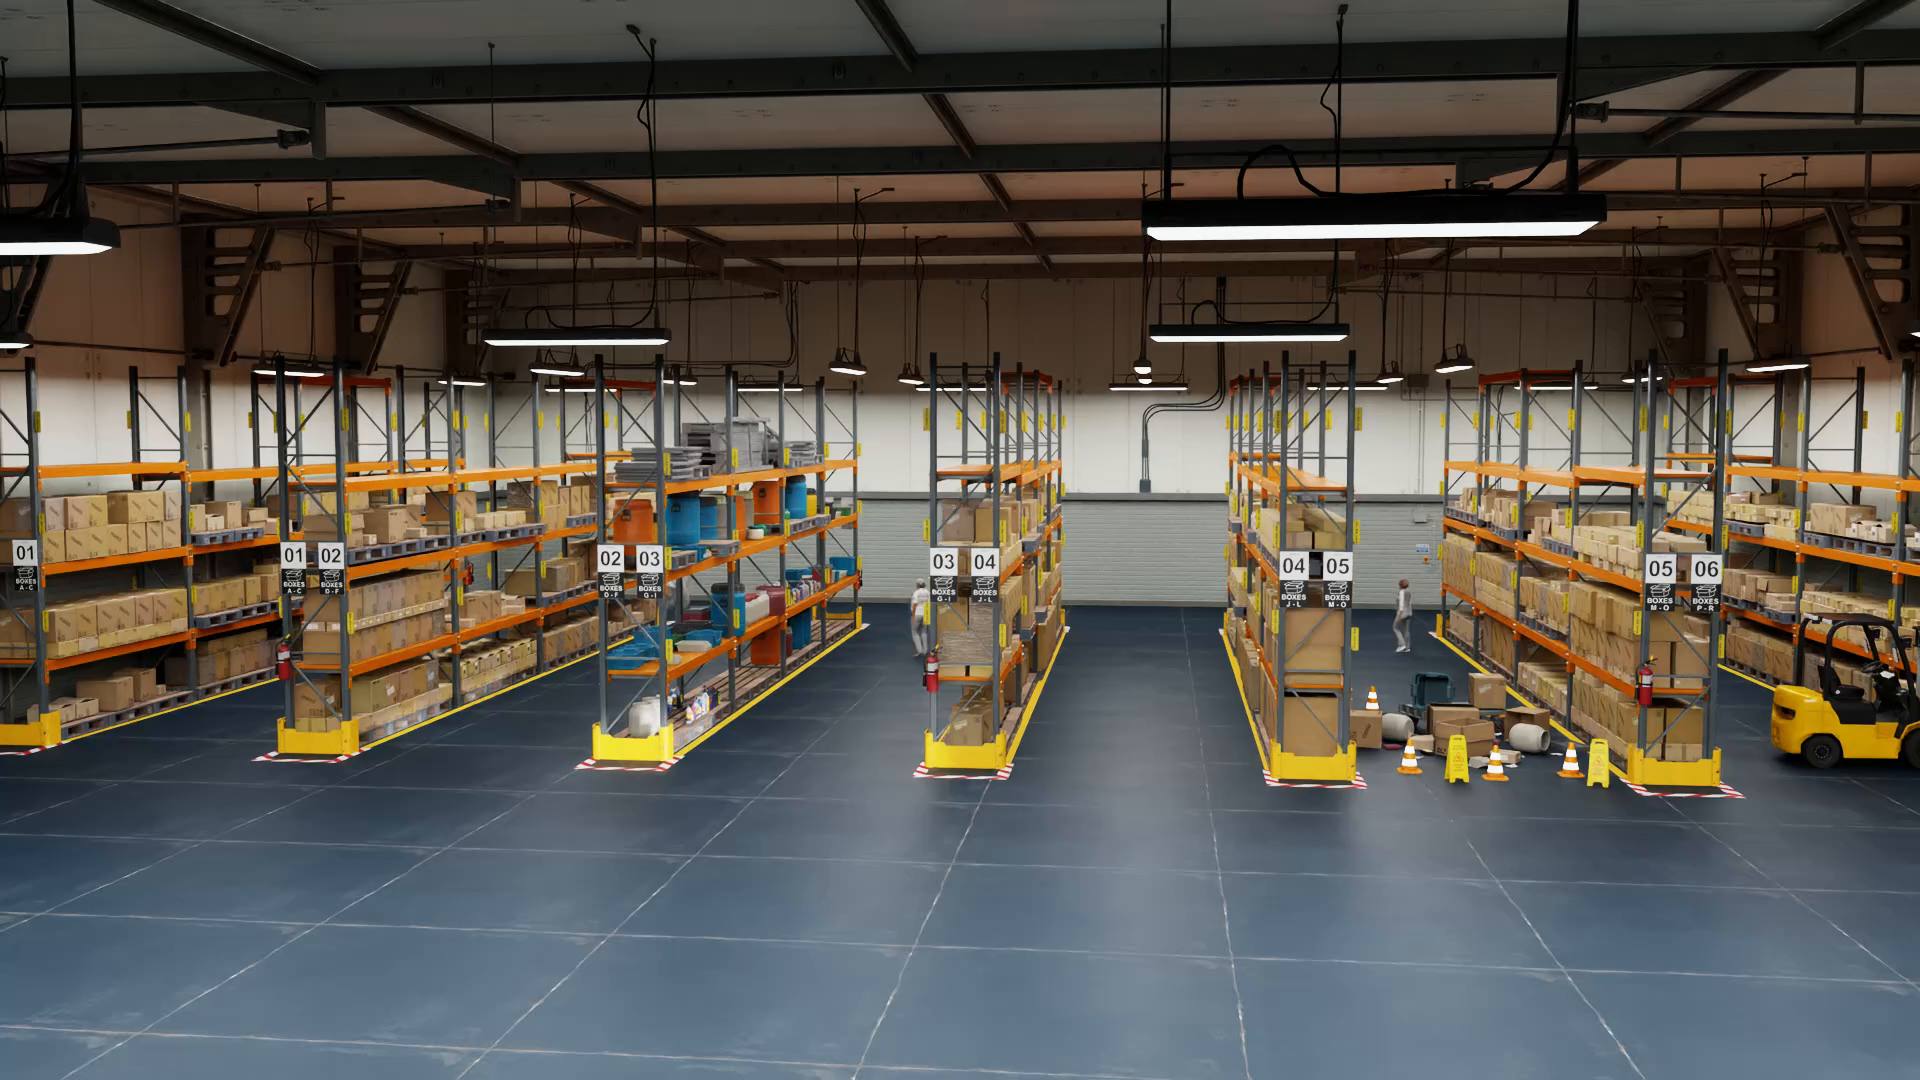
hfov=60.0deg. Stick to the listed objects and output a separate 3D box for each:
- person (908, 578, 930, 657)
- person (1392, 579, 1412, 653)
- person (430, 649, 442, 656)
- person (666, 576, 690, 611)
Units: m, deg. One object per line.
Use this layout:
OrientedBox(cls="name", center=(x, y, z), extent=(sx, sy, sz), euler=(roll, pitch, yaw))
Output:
OrientedBox(cls="person", center=(-0.837, 1.685, 35.625), extent=(0.520, 1.729, 0.428), euler=(-3, 5, -34))
OrientedBox(cls="person", center=(9.677, 1.648, 36.239), extent=(0.445, 1.612, 0.373), euler=(-4, 5, -42))
OrientedBox(cls="person", center=(-10.654, 1.754, 33.490), extent=(0.525, 1.700, 1.077), euler=(1, 4, 9))
OrientedBox(cls="person", center=(-7.258, 1.166, 42.175), extent=(0.779, 1.703, 0.673), euler=(1, 4, 15))
